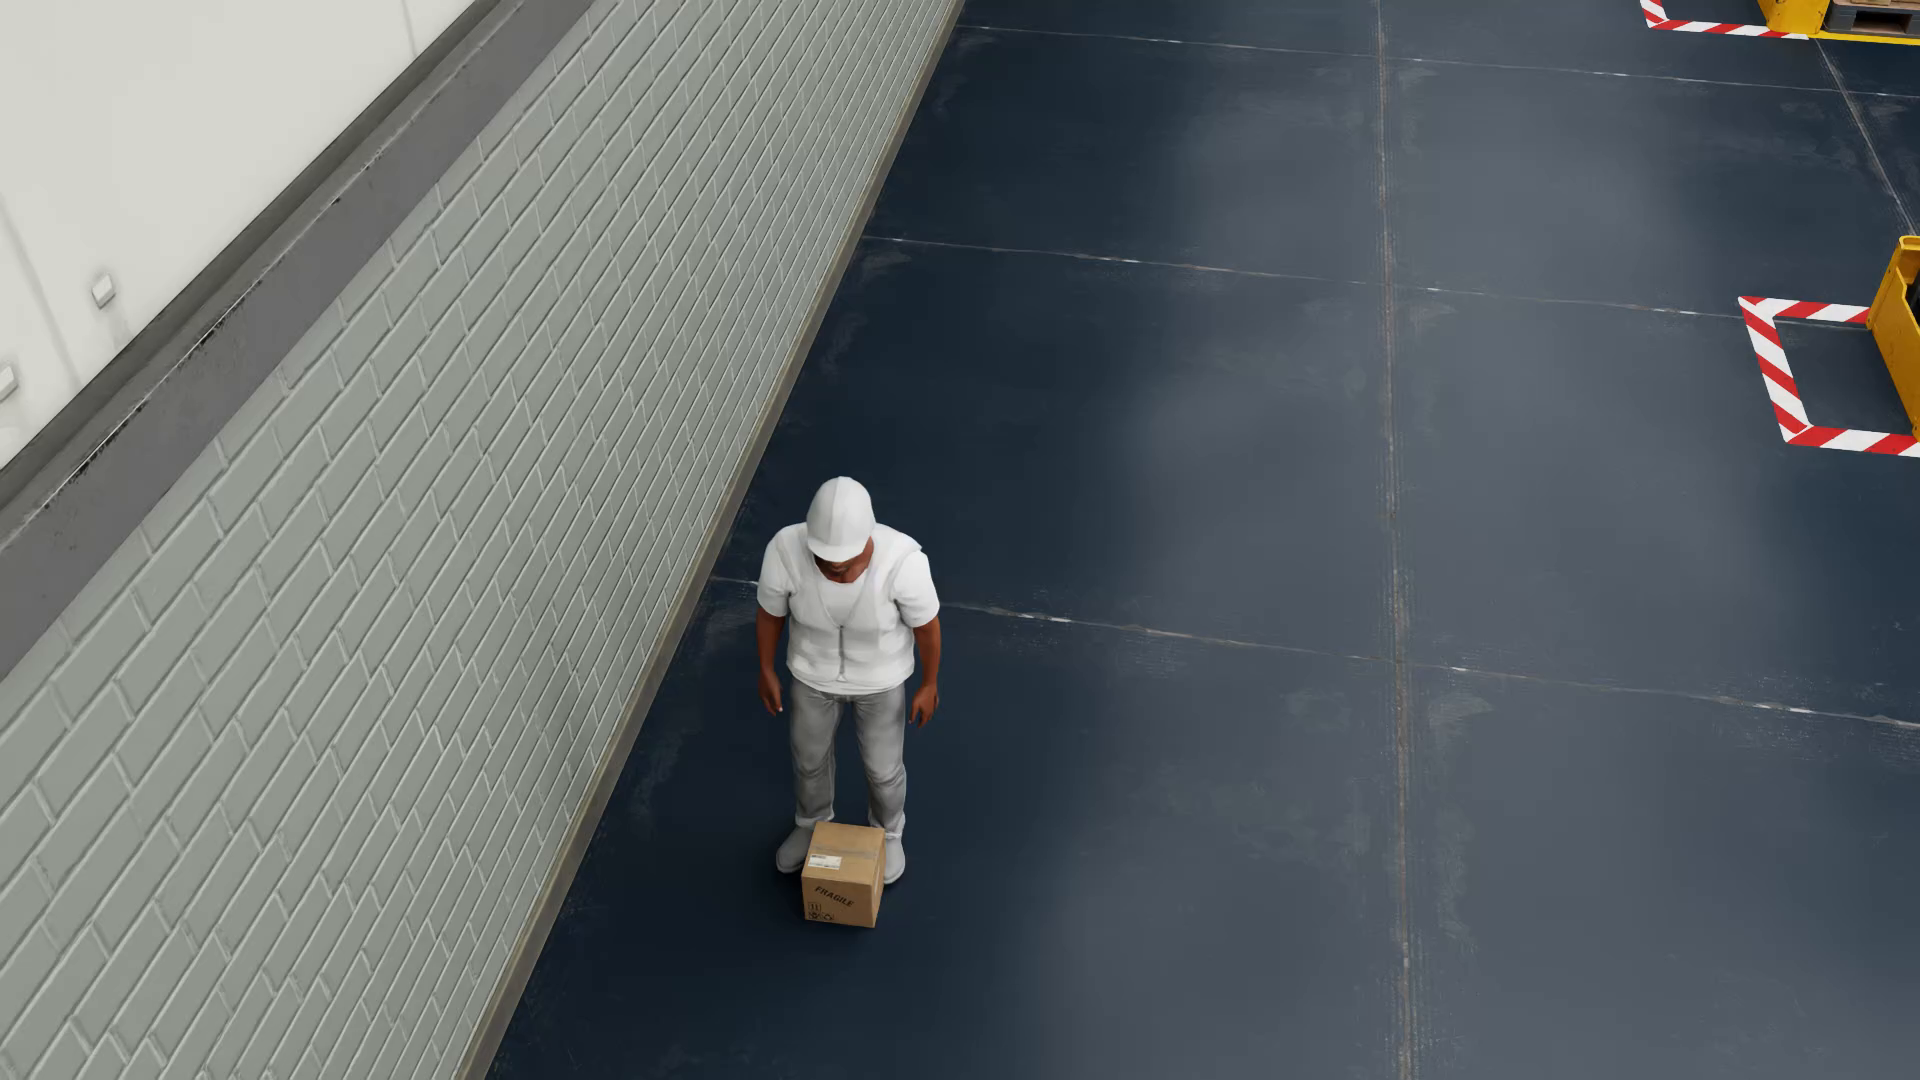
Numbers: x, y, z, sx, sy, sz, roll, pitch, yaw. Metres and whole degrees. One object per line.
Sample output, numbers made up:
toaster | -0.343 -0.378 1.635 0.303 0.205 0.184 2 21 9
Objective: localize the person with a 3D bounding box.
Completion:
person | -0.378 0.468 5.592 0.625 1.759 0.463 5 41 6
